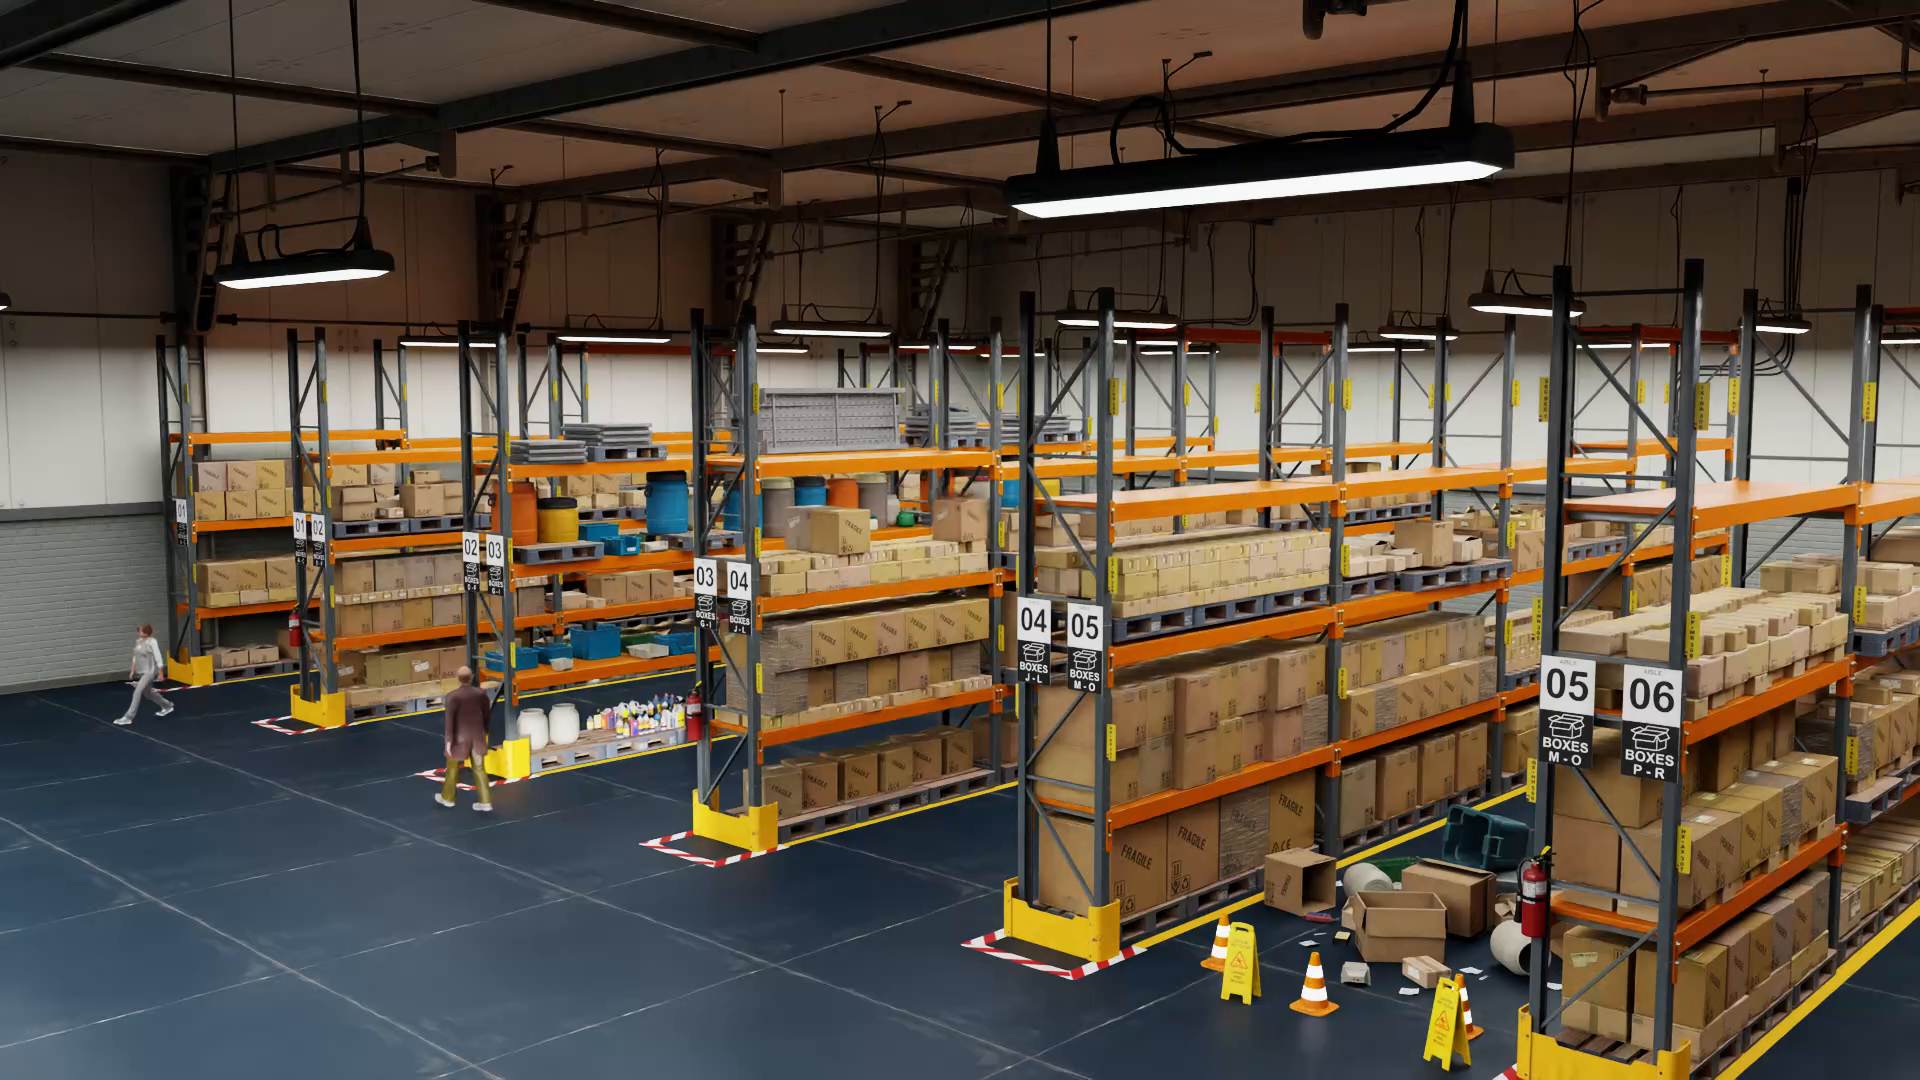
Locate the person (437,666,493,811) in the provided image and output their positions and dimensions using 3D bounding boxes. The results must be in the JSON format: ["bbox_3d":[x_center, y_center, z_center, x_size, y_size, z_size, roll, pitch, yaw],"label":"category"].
[{"bbox_3d":[-5.998,2.402,20.205,0.612,1.743,0.953,-3,6,-33],"label":"person"}]

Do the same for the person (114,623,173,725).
[{"bbox_3d":[-12.461,2.027,25.379,0.401,1.511,0.998,3,6,31],"label":"person"}]
